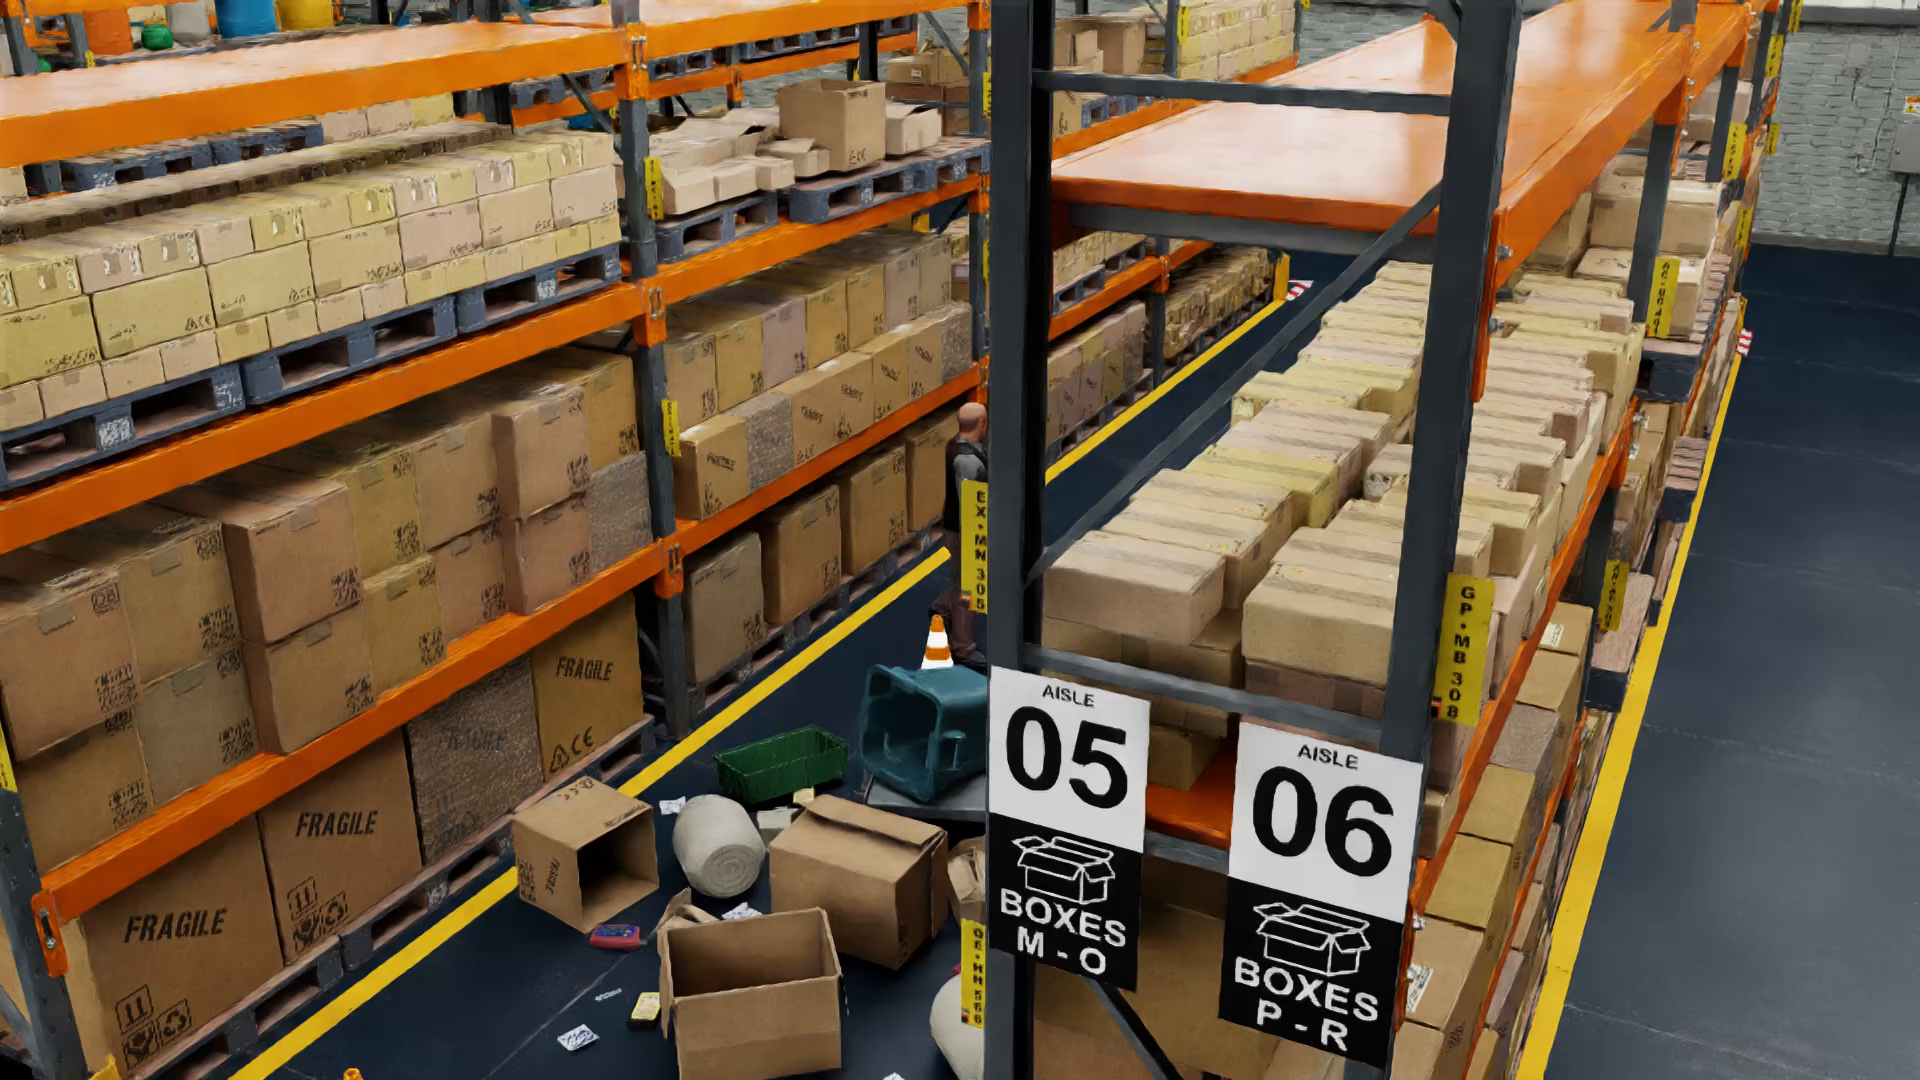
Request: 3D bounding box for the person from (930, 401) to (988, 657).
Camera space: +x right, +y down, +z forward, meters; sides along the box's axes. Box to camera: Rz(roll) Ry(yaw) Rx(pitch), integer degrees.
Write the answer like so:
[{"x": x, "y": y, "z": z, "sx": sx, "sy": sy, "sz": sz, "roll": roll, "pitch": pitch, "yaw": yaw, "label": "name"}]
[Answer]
[{"x": 0.034, "y": -0.088, "z": 10.748, "sx": 0.472, "sy": 1.652, "sz": 0.593, "roll": 0, "pitch": 23, "yaw": 1, "label": "person"}]
